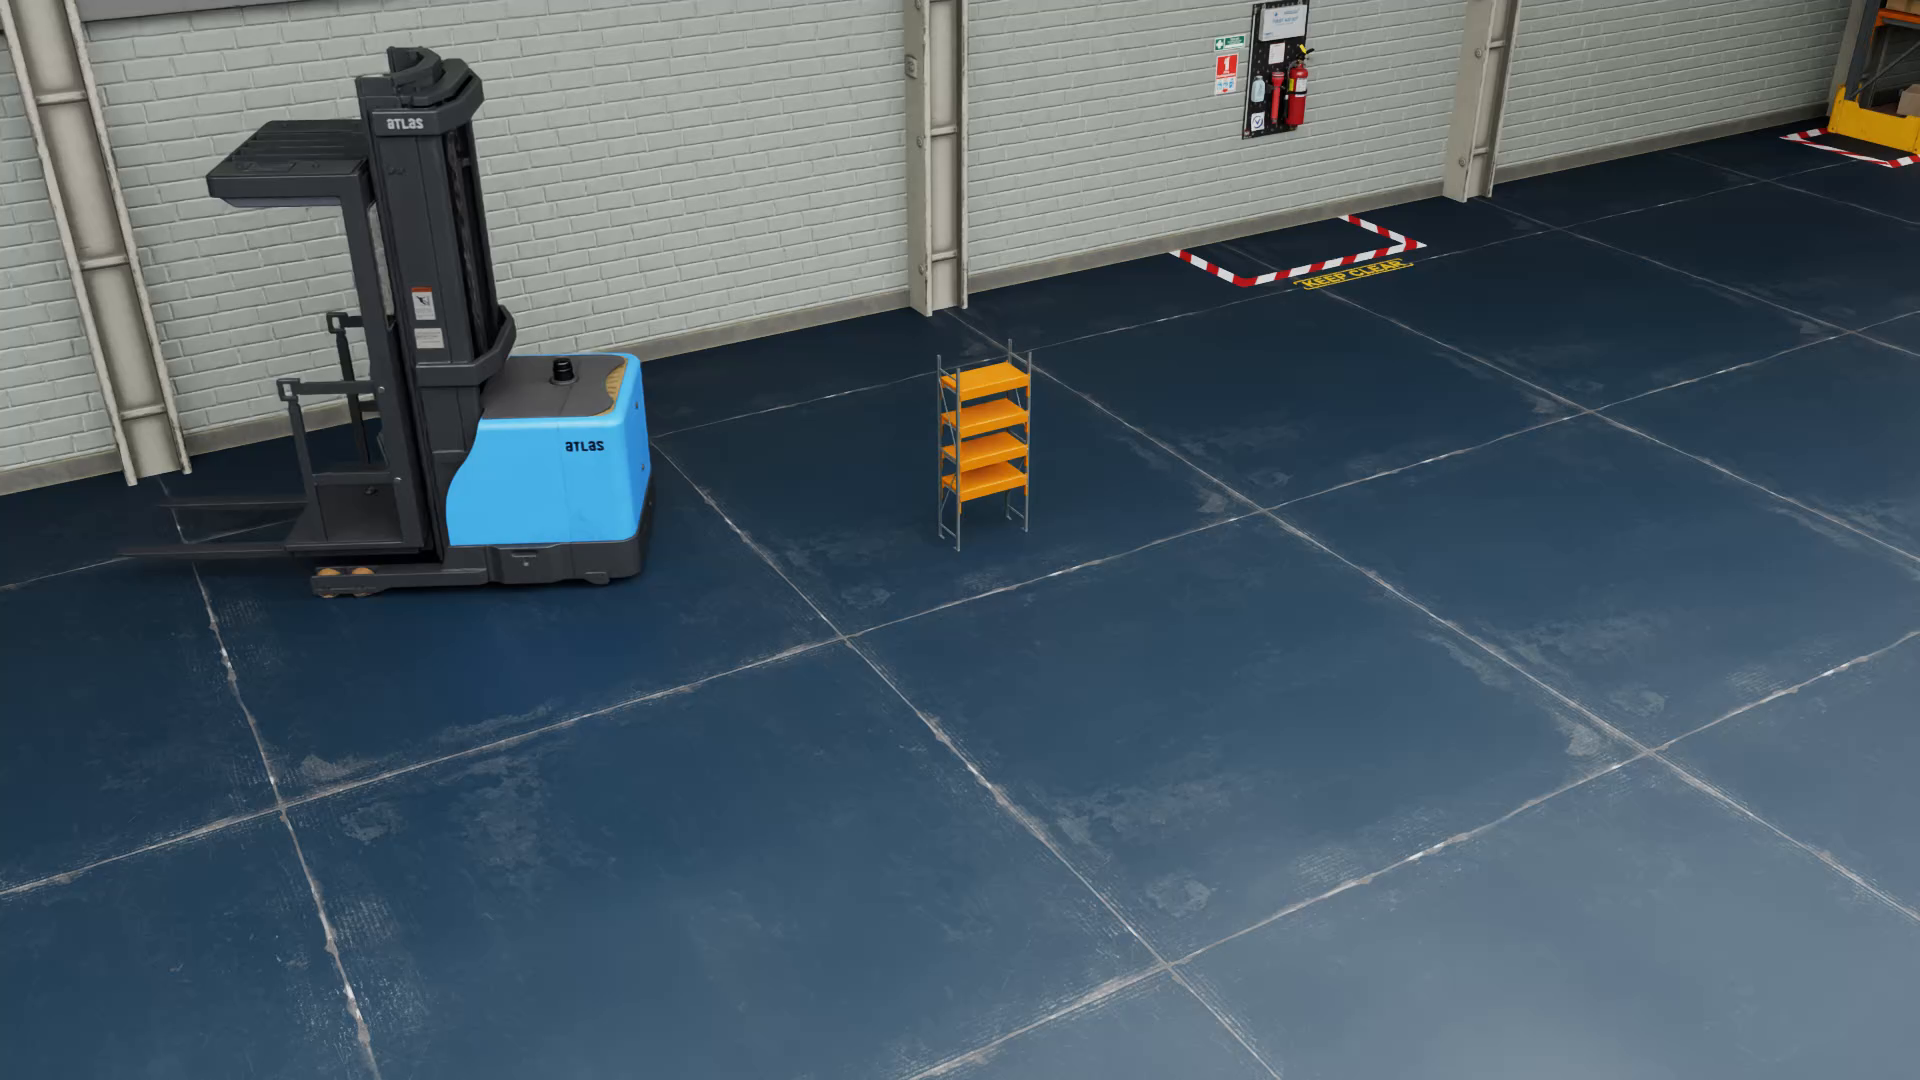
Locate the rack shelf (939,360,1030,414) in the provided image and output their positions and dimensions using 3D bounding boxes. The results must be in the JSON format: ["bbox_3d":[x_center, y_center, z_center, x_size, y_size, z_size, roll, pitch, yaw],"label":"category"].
[{"bbox_3d":[0.143,-0.910,9.844,0.480,0.148,0.258,-16,33,-26],"label":"rack shelf"}]

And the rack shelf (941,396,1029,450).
[{"bbox_3d":[0.143,-0.703,9.958,0.480,0.148,0.258,-16,33,-26],"label":"rack shelf"}]

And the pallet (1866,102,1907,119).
[{"bbox_3d":[10.784,-4.634,18.429,1.213,0.211,1.003,-16,33,-26],"label":"pallet"}]

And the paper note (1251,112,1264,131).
[{"bbox_3d":[2.655,-3.726,14.809,0.142,0.148,0.016,-16,33,-26],"label":"paper note"}]

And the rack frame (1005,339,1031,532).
[{"bbox_3d":[0.353,-0.626,10.142,0.015,1.200,0.240,-16,33,-26],"label":"rack frame"}]

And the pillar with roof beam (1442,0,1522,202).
[{"bbox_3d":[7.174,-5.549,10.991,0.400,9.000,9.100,-16,33,-26],"label":"pillar with roof beam"}]

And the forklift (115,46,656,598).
[{"bbox_3d":[-3.411,-1.212,9.414,3.031,2.935,1.130,-2,29,-3],"label":"forklift"}]

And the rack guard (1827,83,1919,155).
[{"bbox_3d":[10.066,-4.577,18.025,0.348,0.500,1.175,-16,33,-26],"label":"rack guard"}]

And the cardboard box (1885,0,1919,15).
[{"bbox_3d":[10.305,-5.791,17.773,0.500,0.250,0.500,-15,32,-26],"label":"cardboard box"}]

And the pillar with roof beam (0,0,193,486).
[{"bbox_3d":[-3.172,-2.611,5.668,0.400,9.000,9.100,-16,33,-26],"label":"pillar with roof beam"}]

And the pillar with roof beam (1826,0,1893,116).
[{"bbox_3d":[12.347,-7.017,13.652,0.400,9.000,9.100,-16,33,-26],"label":"pillar with roof beam"}]

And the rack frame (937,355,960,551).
[{"bbox_3d":[-0.068,-0.506,9.925,0.015,1.200,0.240,-16,33,-26],"label":"rack frame"}]

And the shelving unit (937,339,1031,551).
[{"bbox_3d":[0.143,-0.566,10.033,0.503,1.200,0.258,-16,33,-26],"label":"shelving unit"}]

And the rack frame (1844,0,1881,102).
[{"bbox_3d":[10.000,-5.652,17.388,0.127,3.000,1.000,-16,33,-26],"label":"rack frame"}]

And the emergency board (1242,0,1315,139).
[{"bbox_3d":[2.843,-4.126,14.623,0.643,1.169,0.194,-16,33,-26],"label":"emergency board"}]

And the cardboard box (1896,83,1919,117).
[{"bbox_3d":[10.642,-4.800,18.170,0.500,0.311,0.500,-20,35,-32],"label":"cardboard box"}]

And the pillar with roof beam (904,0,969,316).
[{"bbox_3d":[2.001,-4.080,8.329,0.400,9.000,9.100,-16,33,-26],"label":"pillar with roof beam"}]

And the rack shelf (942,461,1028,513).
[{"bbox_3d":[0.143,-0.333,10.162,0.480,0.148,0.258,-16,33,-26],"label":"rack shelf"}]

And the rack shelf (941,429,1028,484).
[{"bbox_3d":[0.143,-0.507,10.066,0.480,0.148,0.258,-16,33,-26],"label":"rack shelf"}]

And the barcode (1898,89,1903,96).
[{"bbox_3d":[10.455,-4.975,18.478,0.075,0.075,0.001,-16,33,-26],"label":"barcode"}]

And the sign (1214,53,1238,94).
[{"bbox_3d":[2.314,-4.050,14.447,0.234,0.329,0.001,-16,33,-26],"label":"sign"}]

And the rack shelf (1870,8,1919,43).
[{"bbox_3d":[11.725,-5.827,18.449,4.000,0.370,1.077,-16,33,-26],"label":"rack shelf"}]
